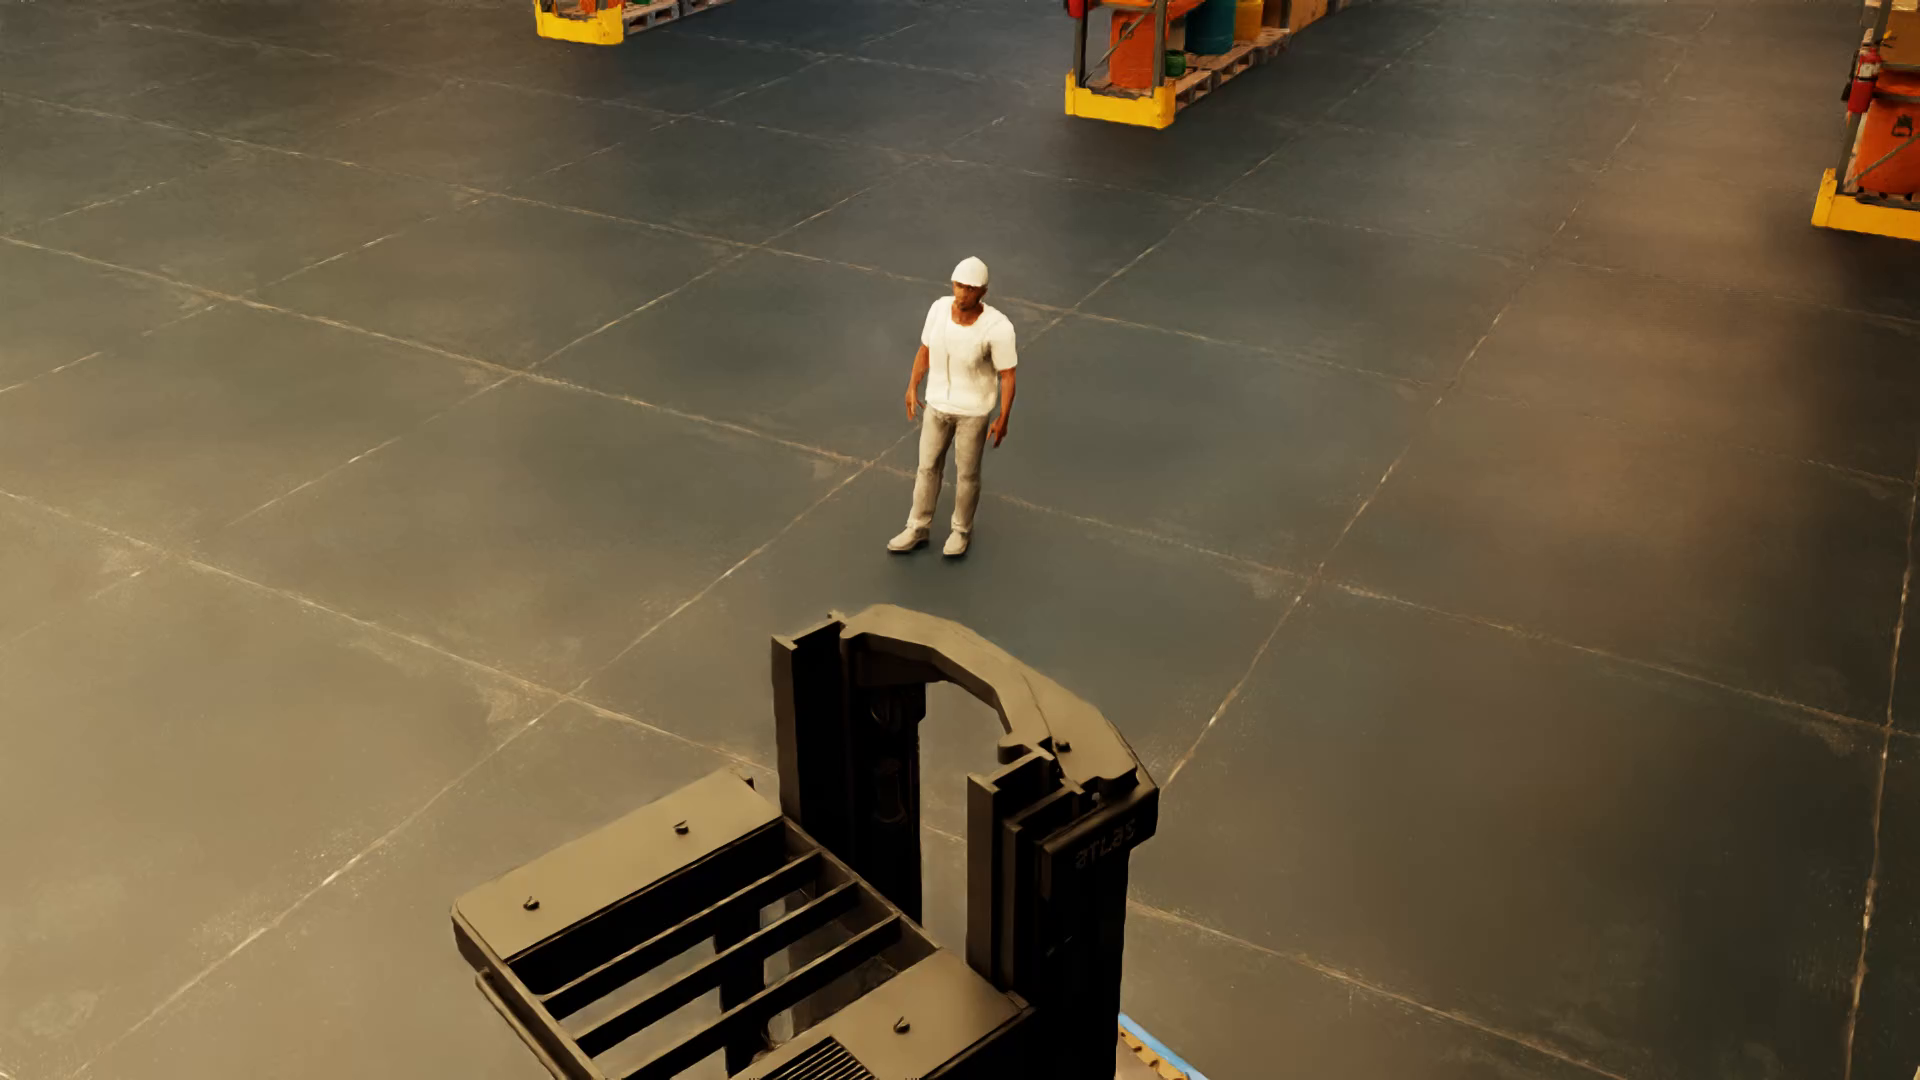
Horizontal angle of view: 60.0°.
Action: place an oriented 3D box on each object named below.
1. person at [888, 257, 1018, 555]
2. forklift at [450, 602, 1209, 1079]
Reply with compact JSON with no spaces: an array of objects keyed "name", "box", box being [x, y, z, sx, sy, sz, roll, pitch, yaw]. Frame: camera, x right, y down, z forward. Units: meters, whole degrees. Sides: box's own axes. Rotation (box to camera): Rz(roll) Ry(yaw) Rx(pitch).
[{"name":"person","box":[-0.038,-0.742,9.507,0.665,1.766,0.576,15,33,25]},{"name":"forklift","box":[-0.430,1.737,4.060,3.031,2.935,1.130,-24,37,-35]}]
